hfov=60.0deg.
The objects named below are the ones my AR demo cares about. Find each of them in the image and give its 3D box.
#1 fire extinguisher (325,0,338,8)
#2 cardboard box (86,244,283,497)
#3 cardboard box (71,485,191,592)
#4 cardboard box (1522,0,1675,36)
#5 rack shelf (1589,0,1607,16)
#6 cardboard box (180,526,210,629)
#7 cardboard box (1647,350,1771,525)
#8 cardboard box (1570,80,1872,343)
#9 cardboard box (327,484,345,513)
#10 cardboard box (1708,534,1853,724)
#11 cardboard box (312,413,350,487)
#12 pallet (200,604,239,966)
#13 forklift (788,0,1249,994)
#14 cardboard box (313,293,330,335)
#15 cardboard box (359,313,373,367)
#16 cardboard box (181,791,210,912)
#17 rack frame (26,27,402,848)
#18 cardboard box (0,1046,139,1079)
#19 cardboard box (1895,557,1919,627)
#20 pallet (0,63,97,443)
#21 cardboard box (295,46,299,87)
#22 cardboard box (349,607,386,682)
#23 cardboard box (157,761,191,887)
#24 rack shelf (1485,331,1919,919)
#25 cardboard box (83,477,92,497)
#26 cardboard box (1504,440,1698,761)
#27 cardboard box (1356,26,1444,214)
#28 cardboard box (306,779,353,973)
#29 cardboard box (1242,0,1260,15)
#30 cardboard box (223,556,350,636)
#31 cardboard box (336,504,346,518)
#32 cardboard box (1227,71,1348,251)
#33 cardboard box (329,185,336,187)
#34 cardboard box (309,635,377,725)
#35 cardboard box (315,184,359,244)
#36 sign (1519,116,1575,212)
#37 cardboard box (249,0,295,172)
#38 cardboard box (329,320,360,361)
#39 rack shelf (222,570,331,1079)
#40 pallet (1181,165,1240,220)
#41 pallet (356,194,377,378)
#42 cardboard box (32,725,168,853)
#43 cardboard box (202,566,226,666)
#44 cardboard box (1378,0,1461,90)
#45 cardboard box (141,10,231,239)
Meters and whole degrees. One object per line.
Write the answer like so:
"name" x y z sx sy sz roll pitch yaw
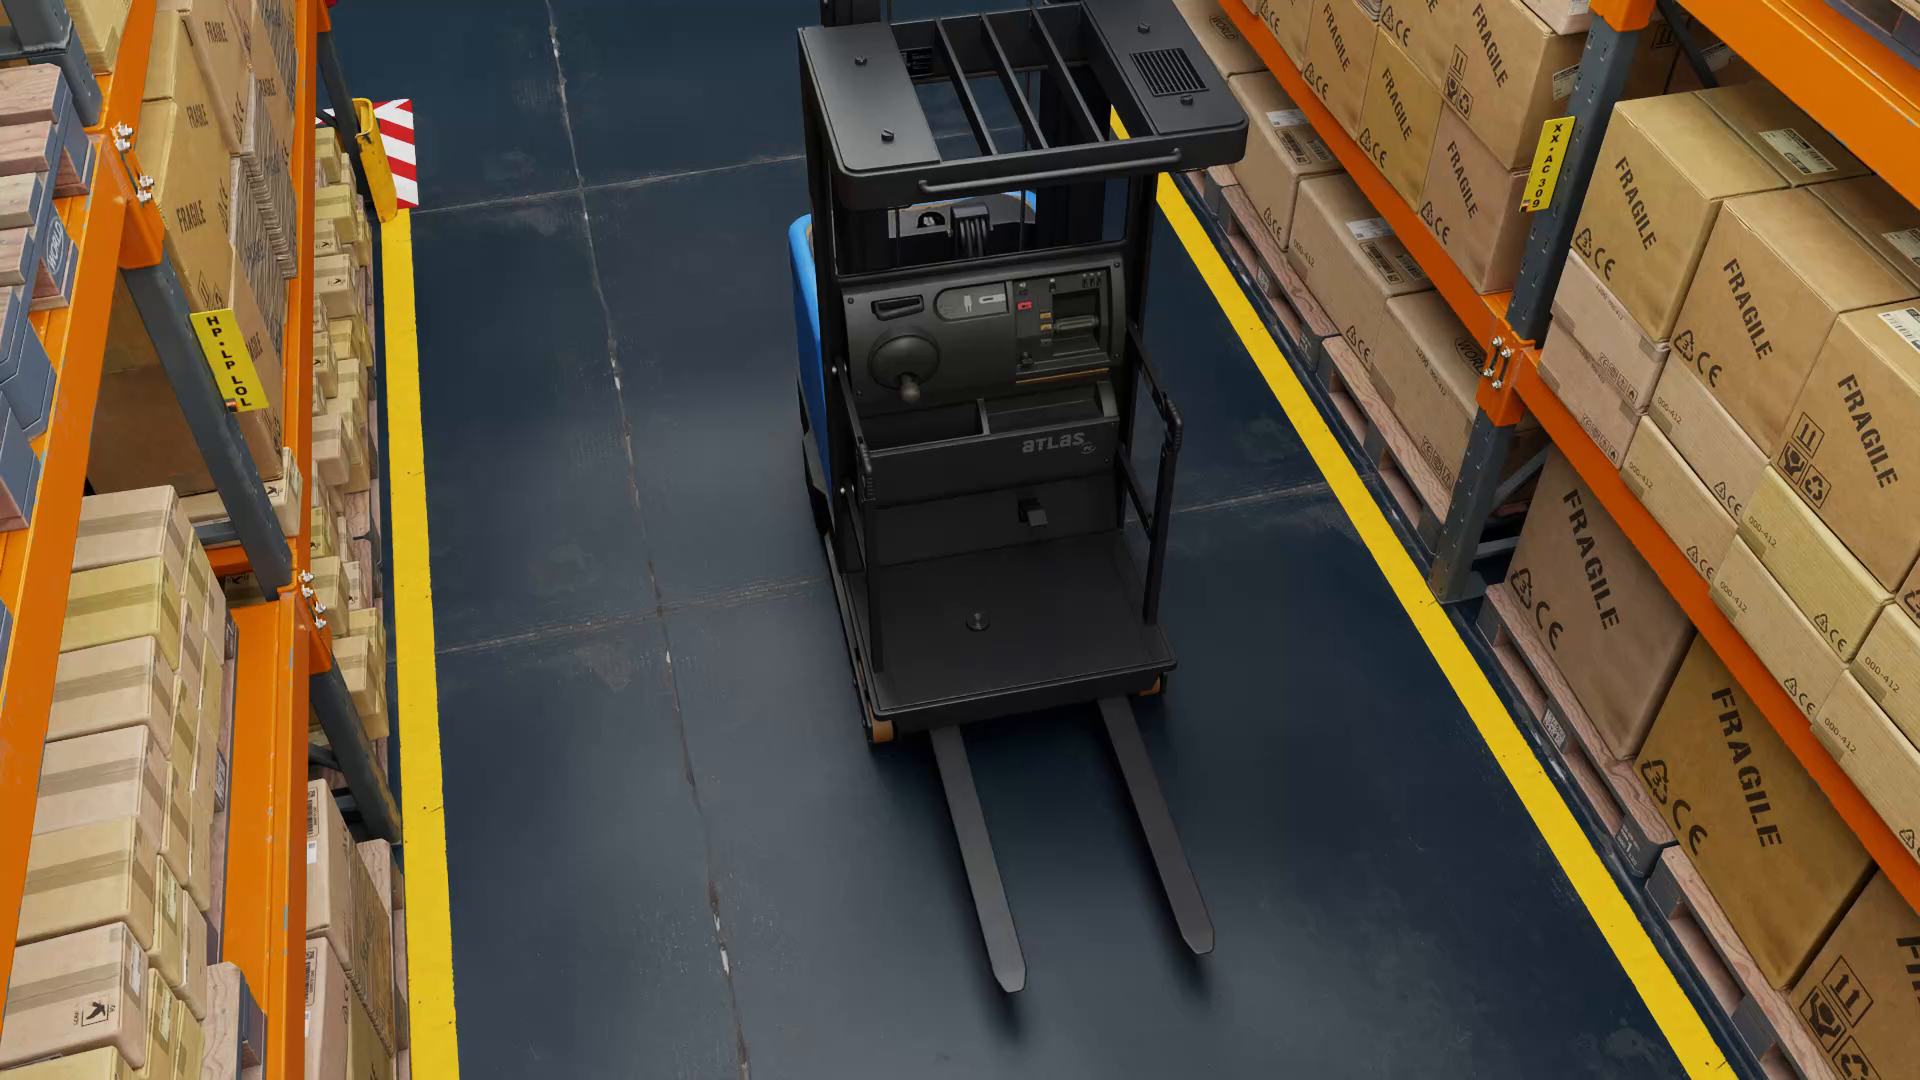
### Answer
"fire extinguisher" -3.060 -2.812 7.721 0.296 0.674 0.183 -11 47 -10
"cardboard box" -2.300 -0.477 4.839 0.500 0.500 0.500 -11 47 -11
"cardboard box" -2.126 0.024 4.091 0.380 0.149 0.250 -9 46 -8
"cardboard box" 1.955 -1.691 5.083 0.380 0.149 0.250 -12 47 -11
"rack shelf" 1.830 -3.103 6.095 1.077 0.370 4.000 -11 47 -10
"cardboard box" -2.125 0.126 4.200 0.380 0.149 0.250 -9 46 -9
"cardboard box" 2.343 -0.337 4.735 0.500 0.250 0.500 -10 46 -10
"cardboard box" 2.177 -0.953 4.814 0.500 0.500 0.500 -10 46 -10
"cardboard box" -2.563 -0.213 6.352 0.380 0.149 0.250 -9 46 -8
"cardboard box" 2.449 0.194 4.565 0.500 0.250 0.500 -11 47 -11
"cardboard box" -2.506 -0.316 6.245 0.380 0.149 0.250 -10 46 -9
"pallet" -2.362 0.672 4.126 1.003 0.211 1.213 -11 47 -10
"forklift" 0.136 -0.592 5.278 1.130 2.935 3.031 -9 46 -9
"cardboard box" -2.775 -0.842 6.761 0.380 0.149 0.250 -12 47 -12
"cardboard box" -2.755 -0.845 7.180 0.380 0.149 0.250 -13 47 -12
"cardboard box" -1.931 0.754 3.793 0.380 0.149 0.250 -13 47 -12
"rack frame" -2.417 0.050 4.600 1.000 3.000 0.127 -11 47 -10
"cardboard box" -1.723 1.110 3.027 0.380 0.149 0.250 -11 47 -11
"cardboard box" 2.598 0.096 3.786 0.500 0.500 0.500 -11 47 -11
"pallet" -2.362 -0.488 3.159 1.213 0.211 1.003 -11 47 -10
"cardboard box" -2.891 -1.929 6.716 0.380 0.149 0.250 -10 46 -9
"cardboard box" -2.268 0.407 5.953 0.380 0.149 0.250 -9 46 -9
"cardboard box" -1.921 0.667 3.669 0.380 0.149 0.250 -12 47 -12
"rack shelf" 2.854 0.708 4.460 1.077 0.370 4.000 -11 47 -10
"cardboard box" -2.814 -0.371 4.735 0.500 0.500 0.500 -11 47 -10
"cardboard box" 2.578 0.086 5.760 0.875 0.875 0.875 -9 46 -9
"cardboard box" 1.839 -1.587 6.135 0.500 0.500 0.500 -12 47 -11
"cardboard box" -1.982 0.984 4.617 0.500 0.250 0.500 -12 47 -11
"cardboard box" 1.433 -2.639 7.166 0.500 0.500 0.500 -11 47 -11
"cardboard box" -2.318 0.216 5.723 0.380 0.149 0.250 -9 46 -8
"cardboard box" -2.598 -0.100 6.450 0.380 0.149 0.250 -13 47 -12
"cardboard box" 1.826 -1.869 7.981 0.875 0.438 0.875 -10 46 -9
"cardboard box" -3.015 -1.462 7.576 0.380 0.149 0.250 -12 47 -11
"cardboard box" -2.201 0.488 5.665 0.380 0.149 0.250 -9 46 -8
"cardboard box" -2.863 -1.410 7.317 0.380 0.149 0.250 -12 47 -11
"sign" 1.806 -1.153 5.118 0.100 0.325 0.005 -11 47 -10
"cardboard box" -2.694 -1.536 5.877 0.500 0.500 0.500 -9 46 -8
"cardboard box" -2.703 -0.758 6.887 0.380 0.149 0.250 -9 46 -8
"rack shelf" -1.905 1.683 3.504 1.077 0.370 4.000 -11 47 -10
"pallet" 1.598 -2.172 8.731 1.003 0.211 1.213 -11 47 -10
"pallet" -3.248 -1.115 7.695 1.003 0.211 1.213 -11 47 -10
"cardboard box" -1.924 0.570 3.557 0.380 0.149 0.250 -11 47 -10
"cardboard box" -2.124 0.229 4.307 0.380 0.149 0.250 -12 47 -11
"cardboard box" 1.832 -1.937 5.778 0.500 0.500 0.500 -11 47 -11
"cardboard box" -2.445 -1.150 4.798 0.500 0.500 0.500 -12 47 -12
